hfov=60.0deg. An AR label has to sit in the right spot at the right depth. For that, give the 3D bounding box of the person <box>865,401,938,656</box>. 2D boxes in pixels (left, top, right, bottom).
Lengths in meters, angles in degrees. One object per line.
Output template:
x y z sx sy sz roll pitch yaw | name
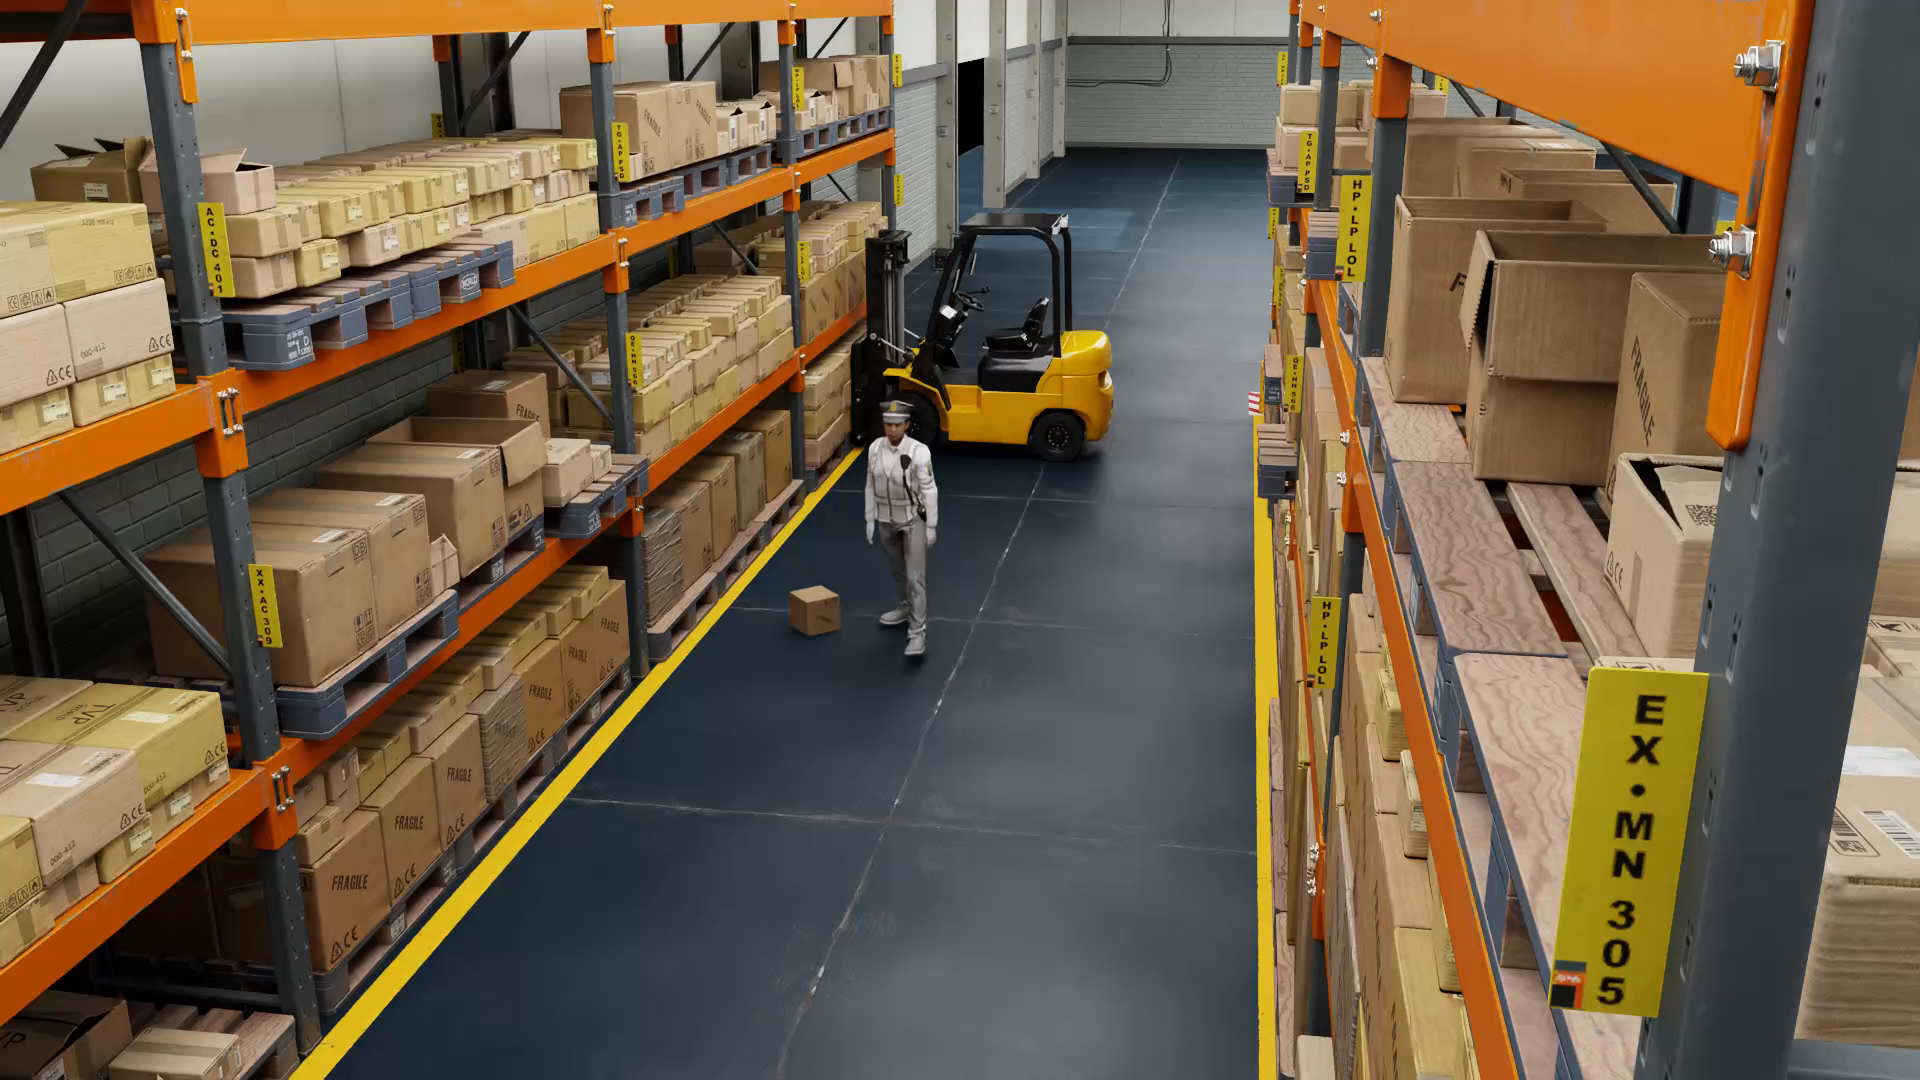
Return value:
-0.373 -0.113 10.842 0.625 1.646 0.825 9 20 26 | person
